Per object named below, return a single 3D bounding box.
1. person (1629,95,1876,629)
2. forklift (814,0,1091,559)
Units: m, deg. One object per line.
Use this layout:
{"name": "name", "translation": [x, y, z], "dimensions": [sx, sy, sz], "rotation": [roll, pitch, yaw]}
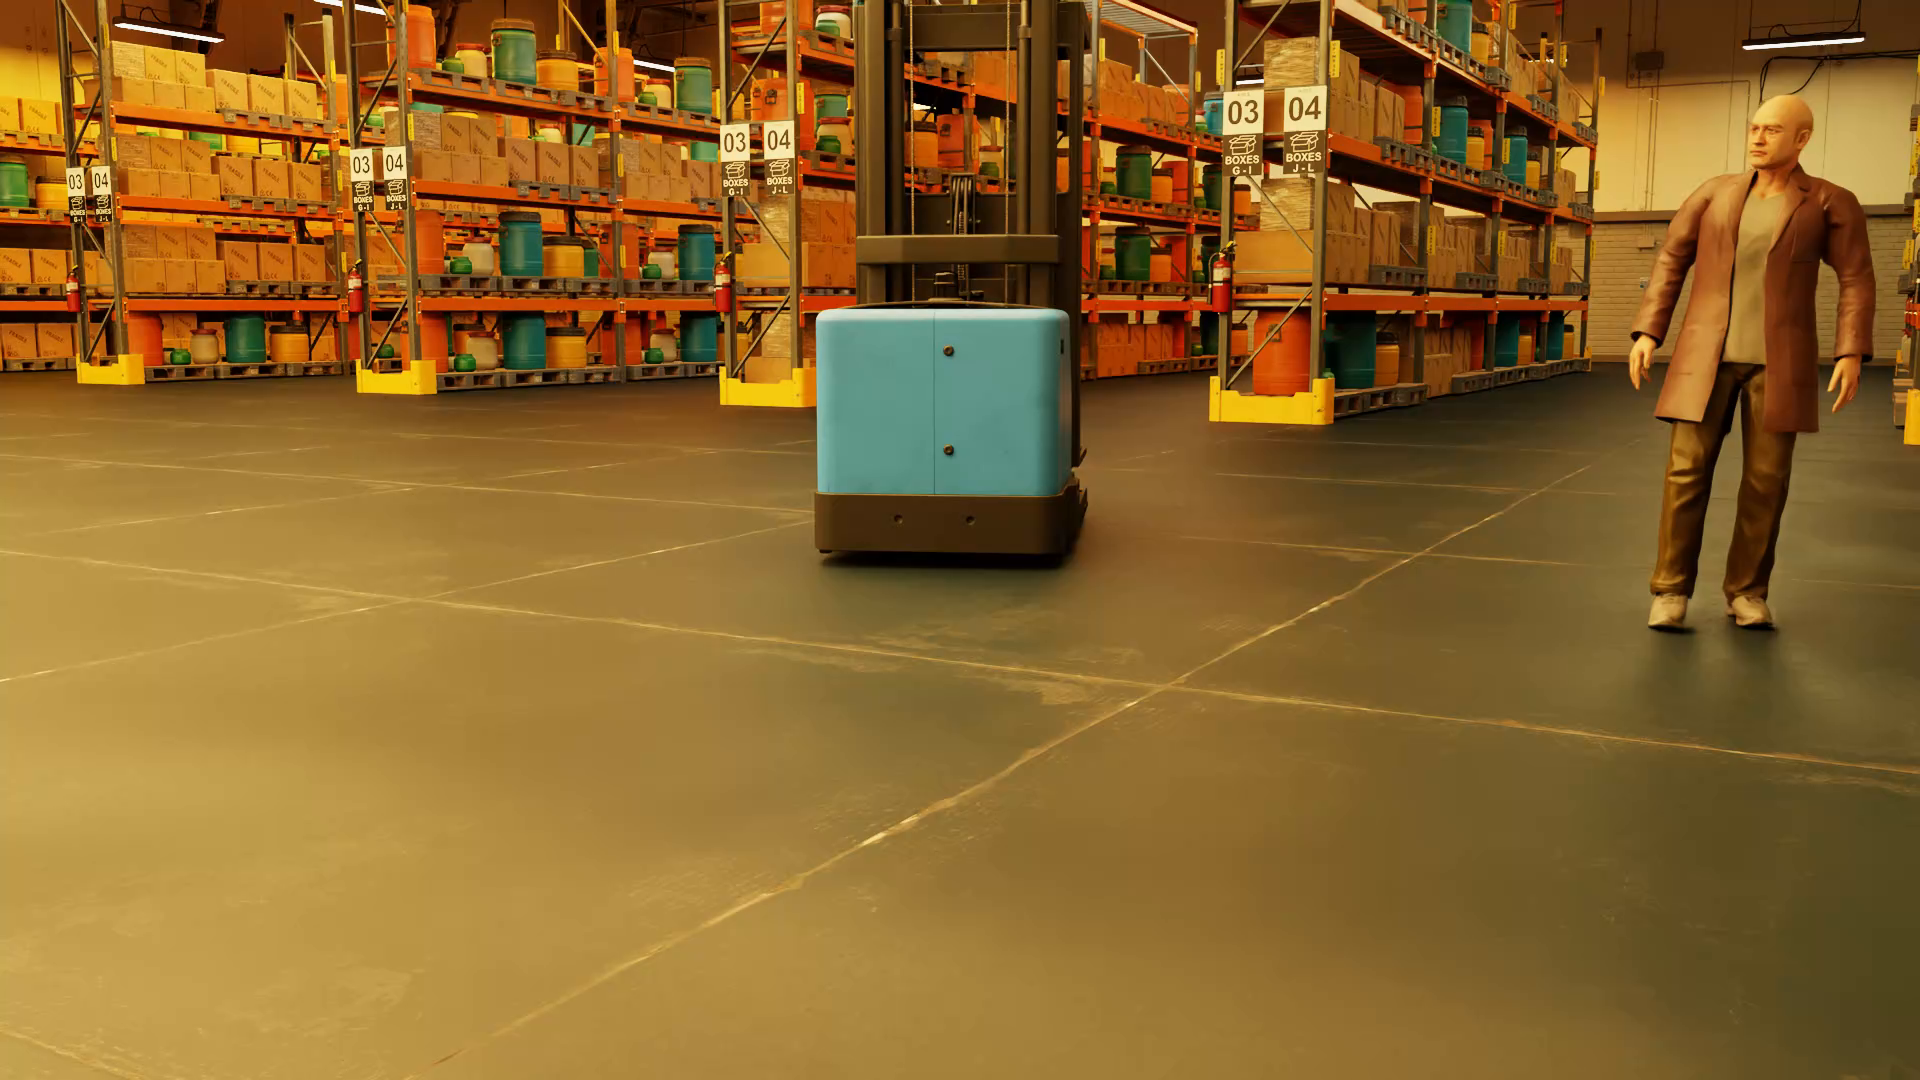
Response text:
{"name": "person", "translation": [2.636, -0.589, 5.586], "dimensions": [0.755, 1.776, 0.563], "rotation": [4, 9, 28]}
{"name": "forklift", "translation": [0.072, -1.535, 8.212], "dimensions": [1.130, 2.935, 3.031], "rotation": [1, 8, 7]}
